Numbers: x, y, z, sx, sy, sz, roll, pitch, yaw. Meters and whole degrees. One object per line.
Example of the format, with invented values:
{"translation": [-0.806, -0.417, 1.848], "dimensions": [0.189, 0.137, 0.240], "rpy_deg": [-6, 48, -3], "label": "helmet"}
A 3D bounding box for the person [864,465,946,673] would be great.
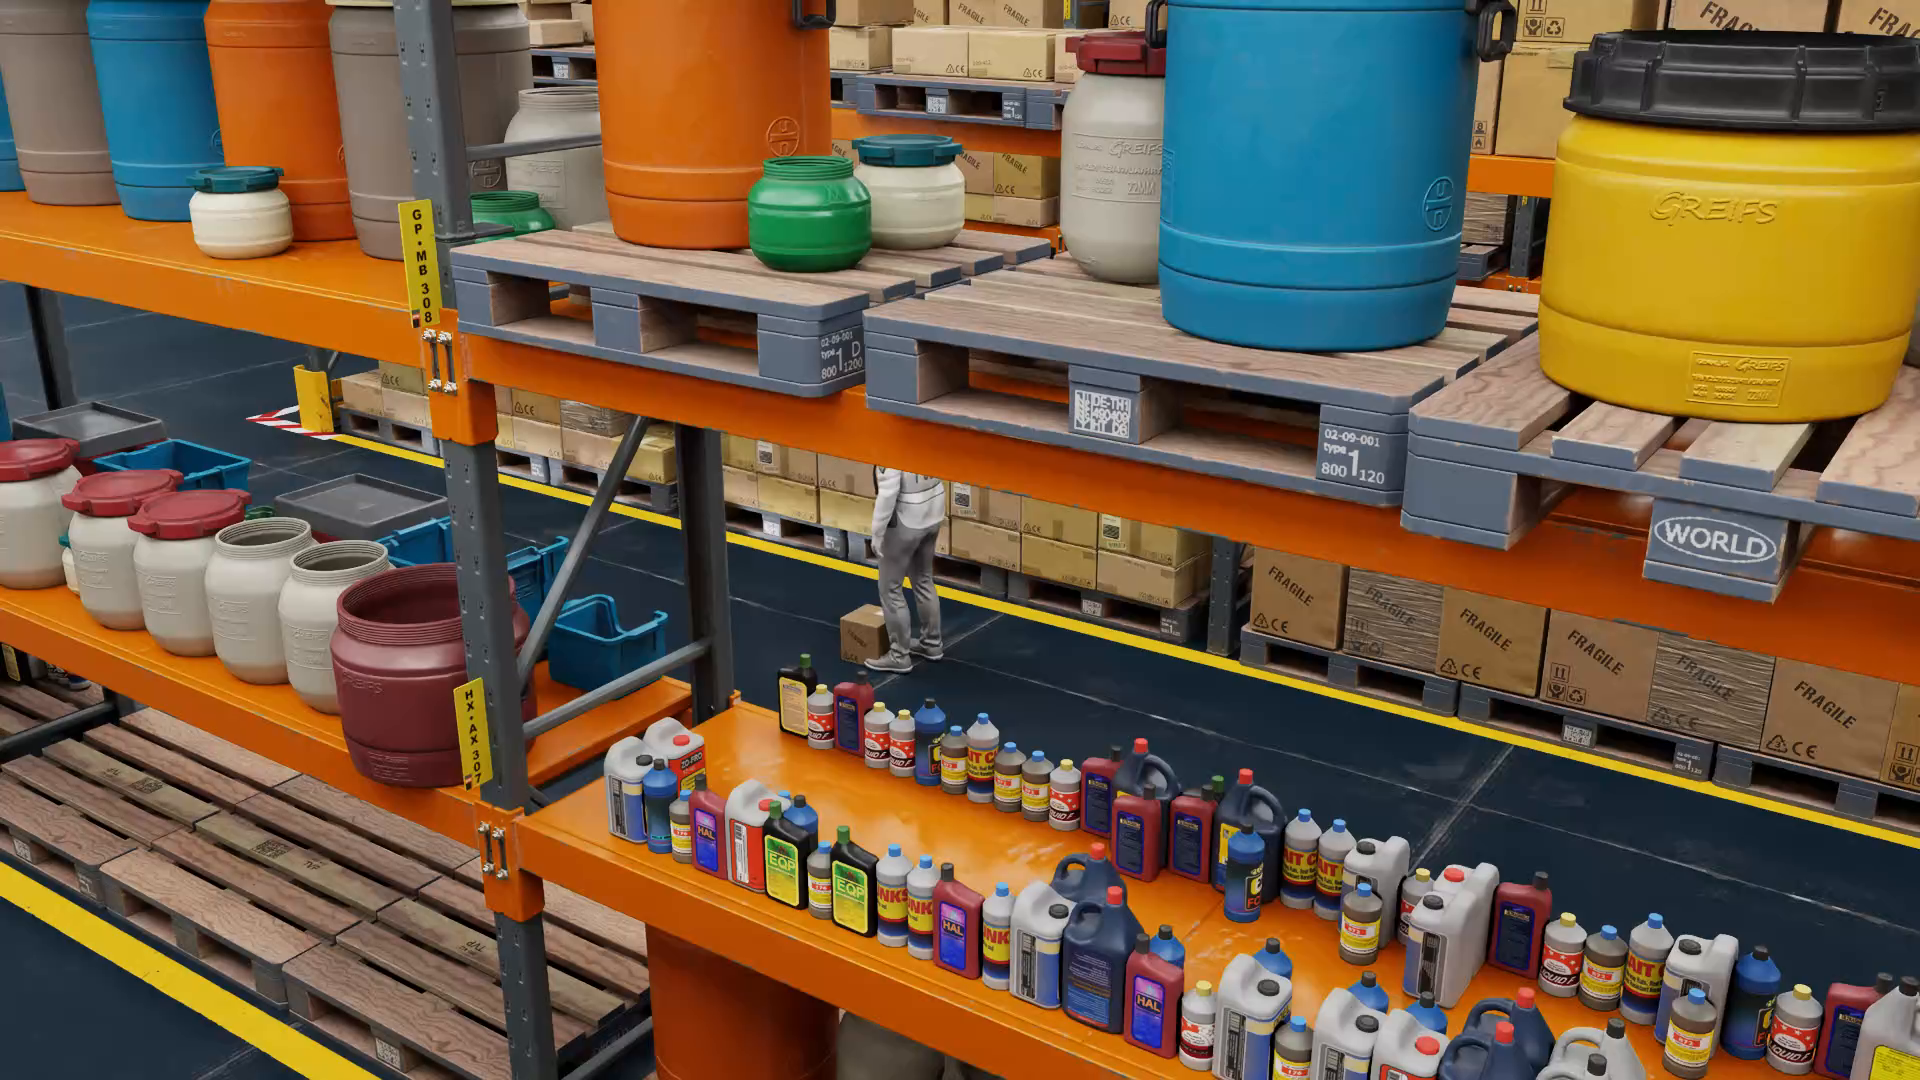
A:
{"translation": [-0.299, -0.091, 8.819], "dimensions": [0.405, 1.663, 0.538], "rpy_deg": [13, 23, 31], "label": "person"}
